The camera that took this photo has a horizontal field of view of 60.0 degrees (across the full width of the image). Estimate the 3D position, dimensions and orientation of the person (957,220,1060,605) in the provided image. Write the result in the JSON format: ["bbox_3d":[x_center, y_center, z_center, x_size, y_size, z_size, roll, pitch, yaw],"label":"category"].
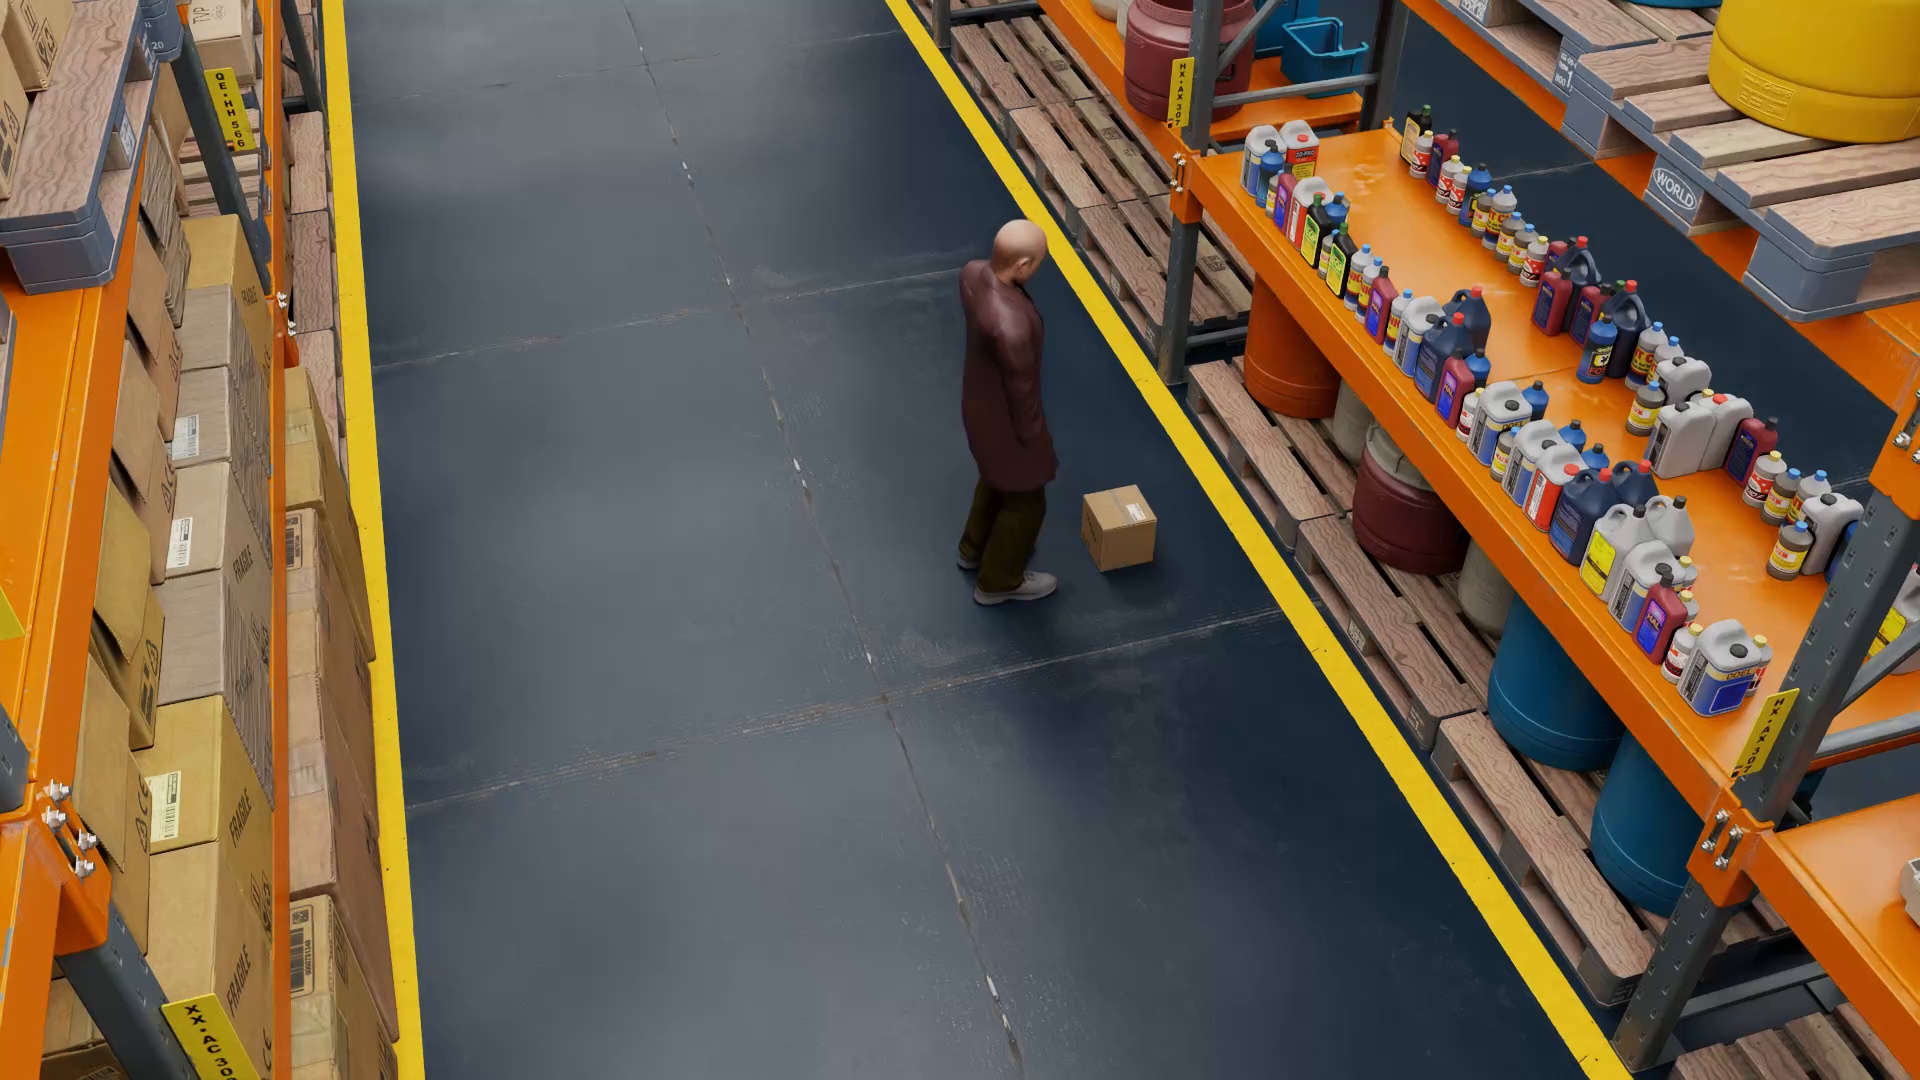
[{"bbox_3d":[0.195,-0.520,6.775,0.382,1.761,0.572,-11,43,-12],"label":"person"}]
